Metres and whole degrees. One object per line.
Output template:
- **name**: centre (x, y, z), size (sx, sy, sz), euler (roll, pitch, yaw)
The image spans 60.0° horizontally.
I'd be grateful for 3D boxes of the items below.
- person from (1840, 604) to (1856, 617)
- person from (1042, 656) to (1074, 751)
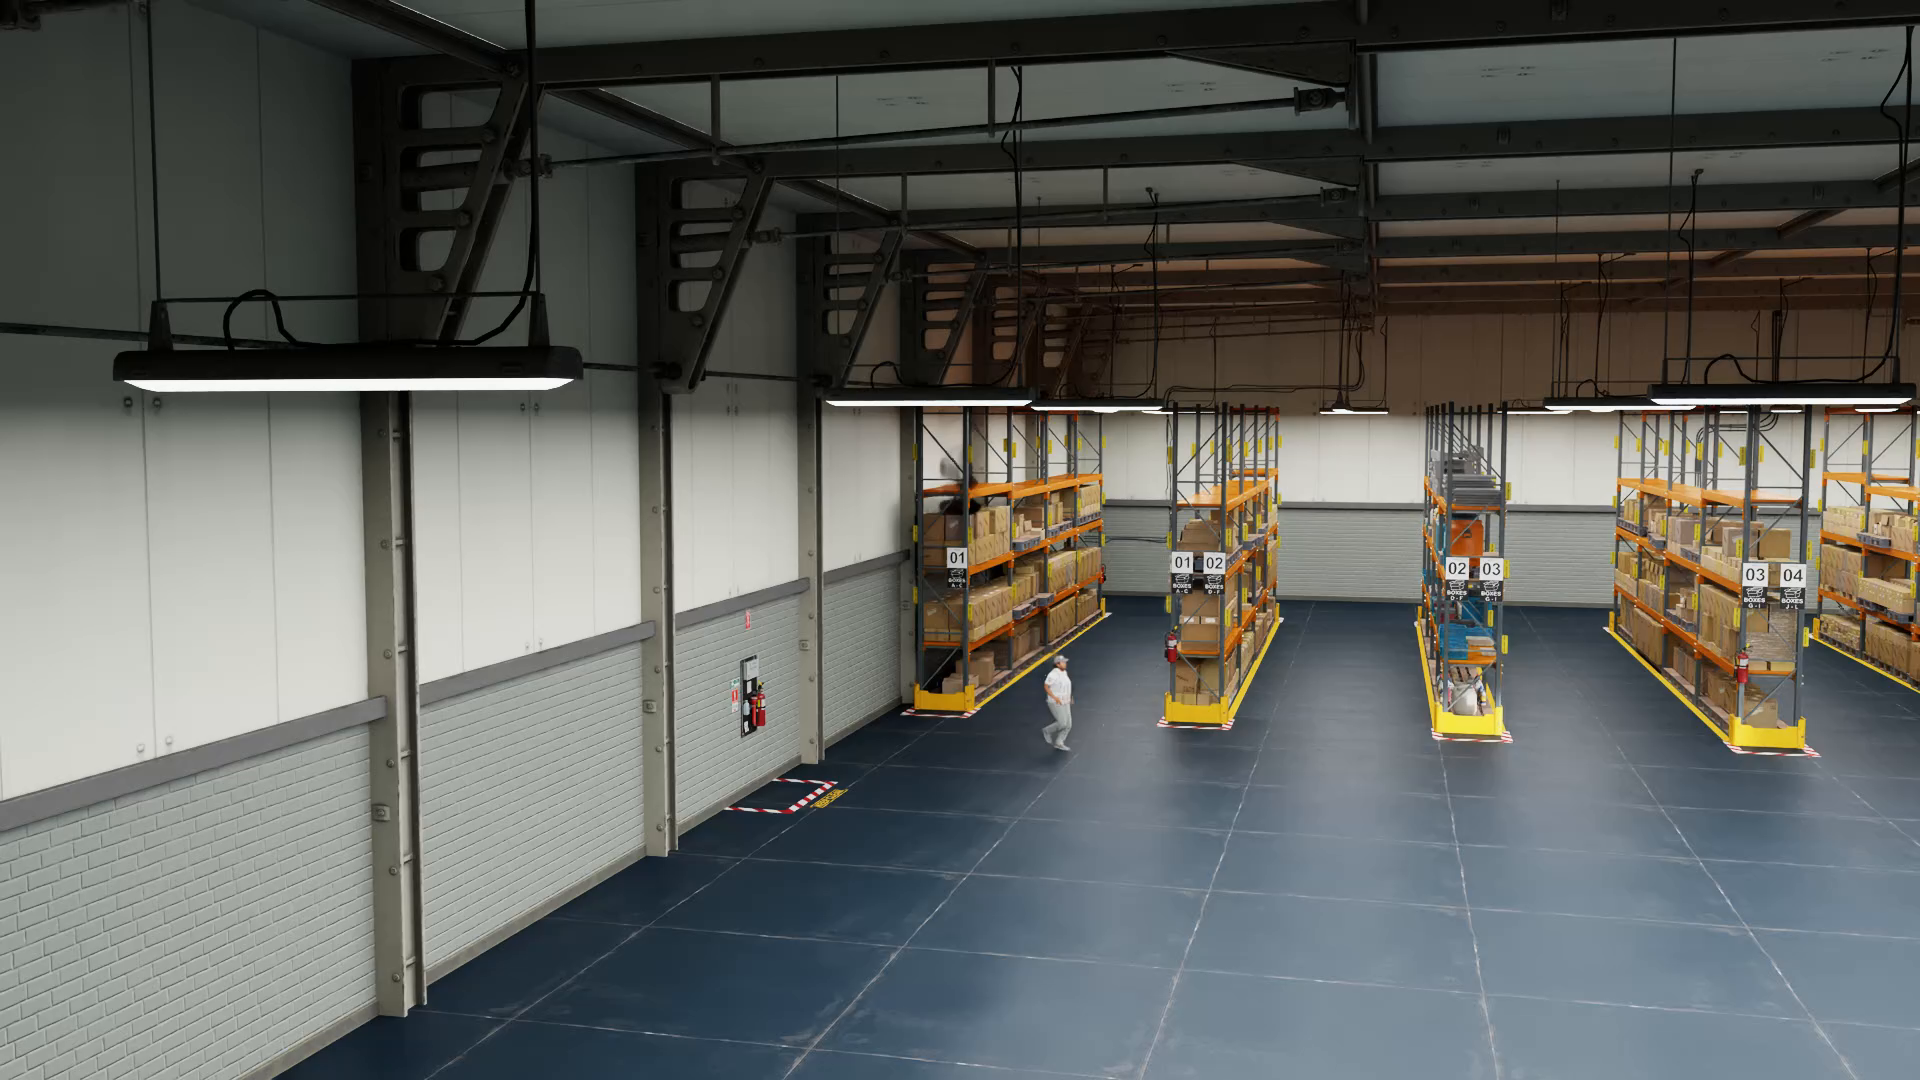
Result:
- **person**: centre (23.683, 1.656, 44.019), size (0.945, 1.792, 0.703), euler (1, 4, 15)
- **person**: centre (1.683, 2.804, 28.651), size (0.535, 1.639, 0.603), euler (3, 5, 34)
